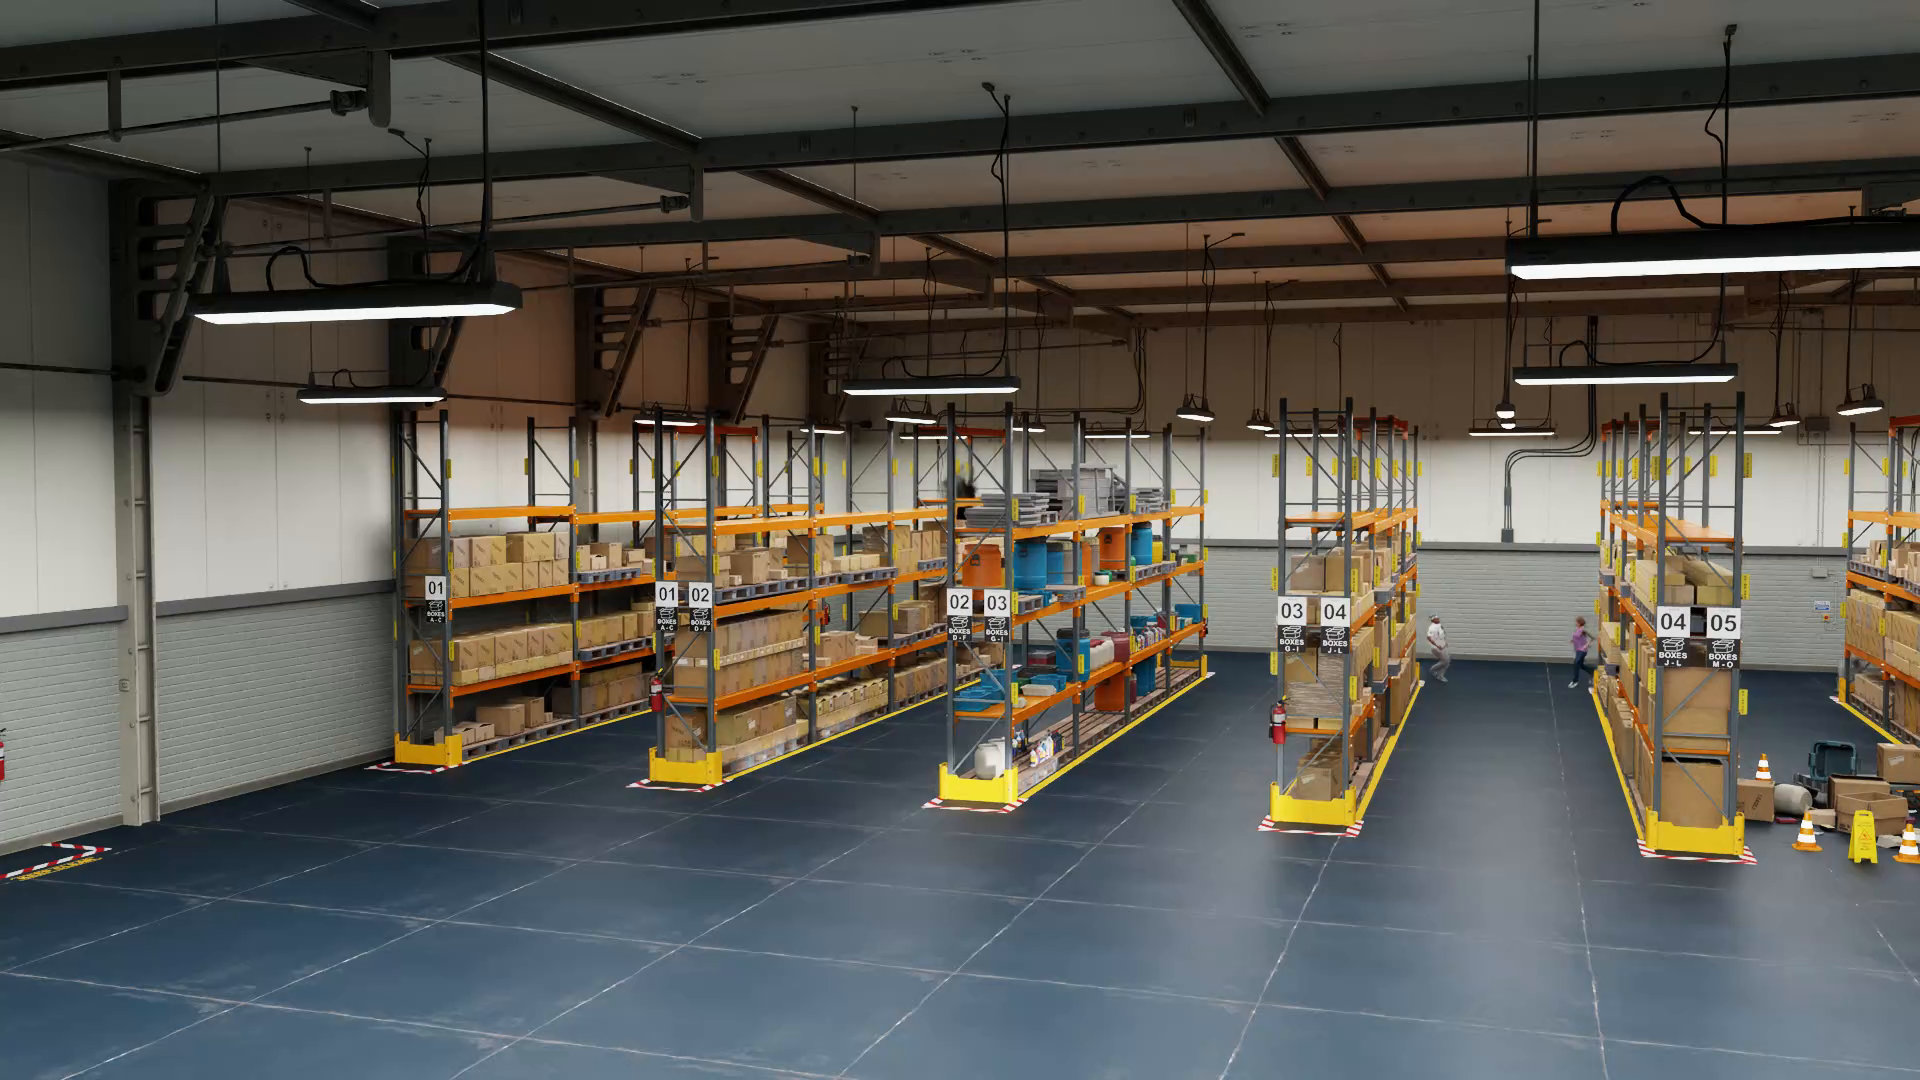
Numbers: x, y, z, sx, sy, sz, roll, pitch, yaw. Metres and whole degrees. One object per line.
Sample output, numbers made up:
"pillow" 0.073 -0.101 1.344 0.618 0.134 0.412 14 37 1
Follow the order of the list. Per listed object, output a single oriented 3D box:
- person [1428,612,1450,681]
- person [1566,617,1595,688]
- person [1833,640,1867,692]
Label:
"person" 11.283 2.526 39.210 0.505 1.649 0.606 2 3 42
"person" 14.233 2.566 38.029 0.822 1.620 0.598 0 2 -6
"person" 19.773 2.594 36.839 0.647 1.664 0.886 -2 3 -44
